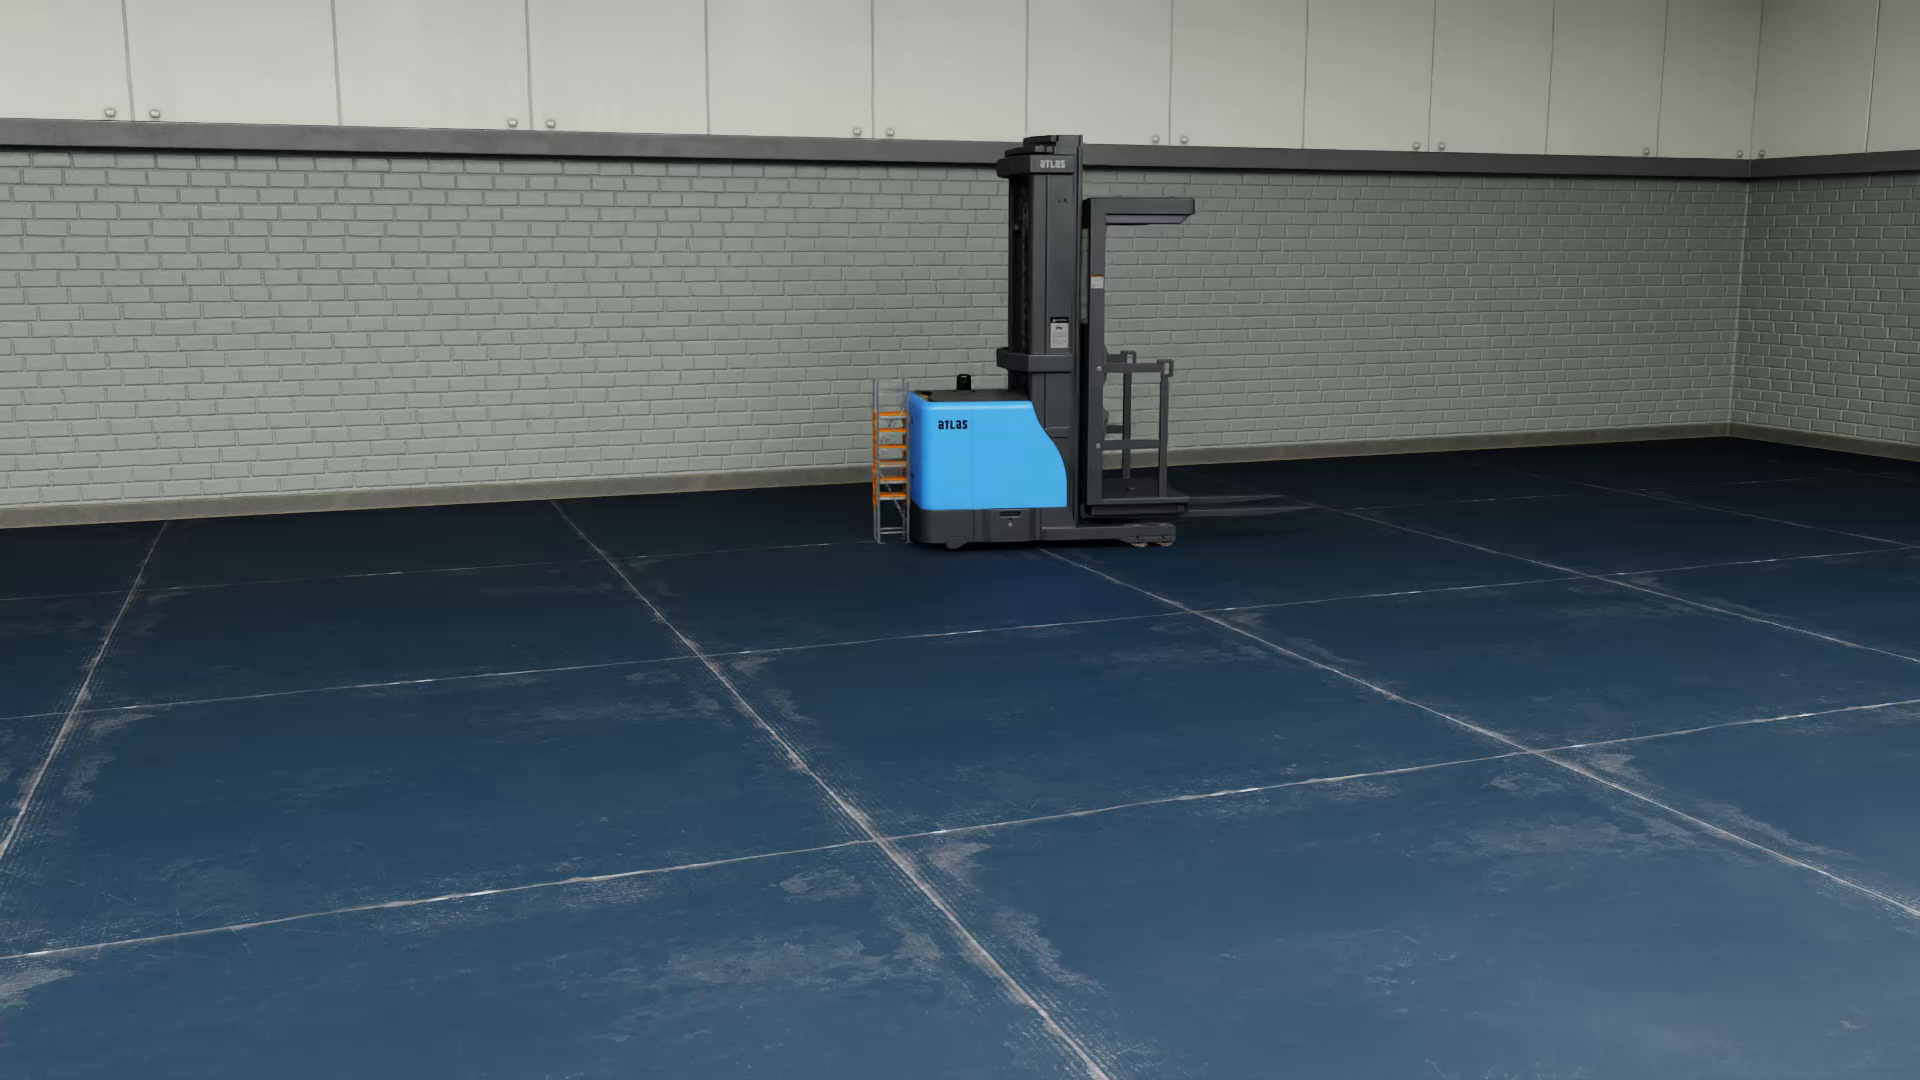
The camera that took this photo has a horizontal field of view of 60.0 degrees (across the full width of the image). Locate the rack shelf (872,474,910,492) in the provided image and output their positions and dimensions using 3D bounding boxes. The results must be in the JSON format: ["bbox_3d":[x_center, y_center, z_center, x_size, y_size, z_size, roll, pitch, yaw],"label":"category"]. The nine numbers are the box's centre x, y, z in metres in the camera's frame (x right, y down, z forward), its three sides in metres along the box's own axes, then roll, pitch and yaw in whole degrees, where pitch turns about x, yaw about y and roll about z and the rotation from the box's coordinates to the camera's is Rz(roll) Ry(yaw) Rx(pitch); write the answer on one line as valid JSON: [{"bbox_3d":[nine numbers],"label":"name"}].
[{"bbox_3d":[-0.509,-0.419,12.286,0.258,0.103,0.180,-2,10,-11],"label":"rack shelf"}]

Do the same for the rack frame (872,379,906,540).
[{"bbox_3d":[-0.527,-0.596,12.346,0.240,1.200,0.006,-2,10,-11],"label":"rack frame"}]

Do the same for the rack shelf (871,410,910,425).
[{"bbox_3d":[-0.509,-0.891,12.202,0.258,0.103,0.180,-2,10,-11],"label":"rack shelf"}]

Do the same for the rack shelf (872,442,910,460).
[{"bbox_3d":[-0.509,-0.655,12.244,0.258,0.103,0.180,-2,10,-11],"label":"rack shelf"}]

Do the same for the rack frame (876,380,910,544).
[{"bbox_3d":[-0.491,-0.565,12.169,0.240,1.200,0.006,-2,10,-11],"label":"rack frame"}]

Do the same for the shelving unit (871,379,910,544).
[{"bbox_3d":[-0.509,-0.580,12.257,0.258,1.200,0.189,-2,10,-11],"label":"shelving unit"}]

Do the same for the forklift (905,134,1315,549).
[{"bbox_3d":[1.128,-1.479,12.367,3.031,2.935,1.130,-2,10,-10],"label":"forklift"}]

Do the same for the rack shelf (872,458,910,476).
[{"bbox_3d":[-0.509,-0.537,12.265,0.258,0.103,0.180,-2,10,-11],"label":"rack shelf"}]

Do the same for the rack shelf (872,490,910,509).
[{"bbox_3d":[-0.509,-0.300,12.307,0.258,0.103,0.180,-2,10,-11],"label":"rack shelf"}]

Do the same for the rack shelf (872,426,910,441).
[{"bbox_3d":[-0.509,-0.773,12.223,0.258,0.103,0.180,-2,10,-11],"label":"rack shelf"}]
